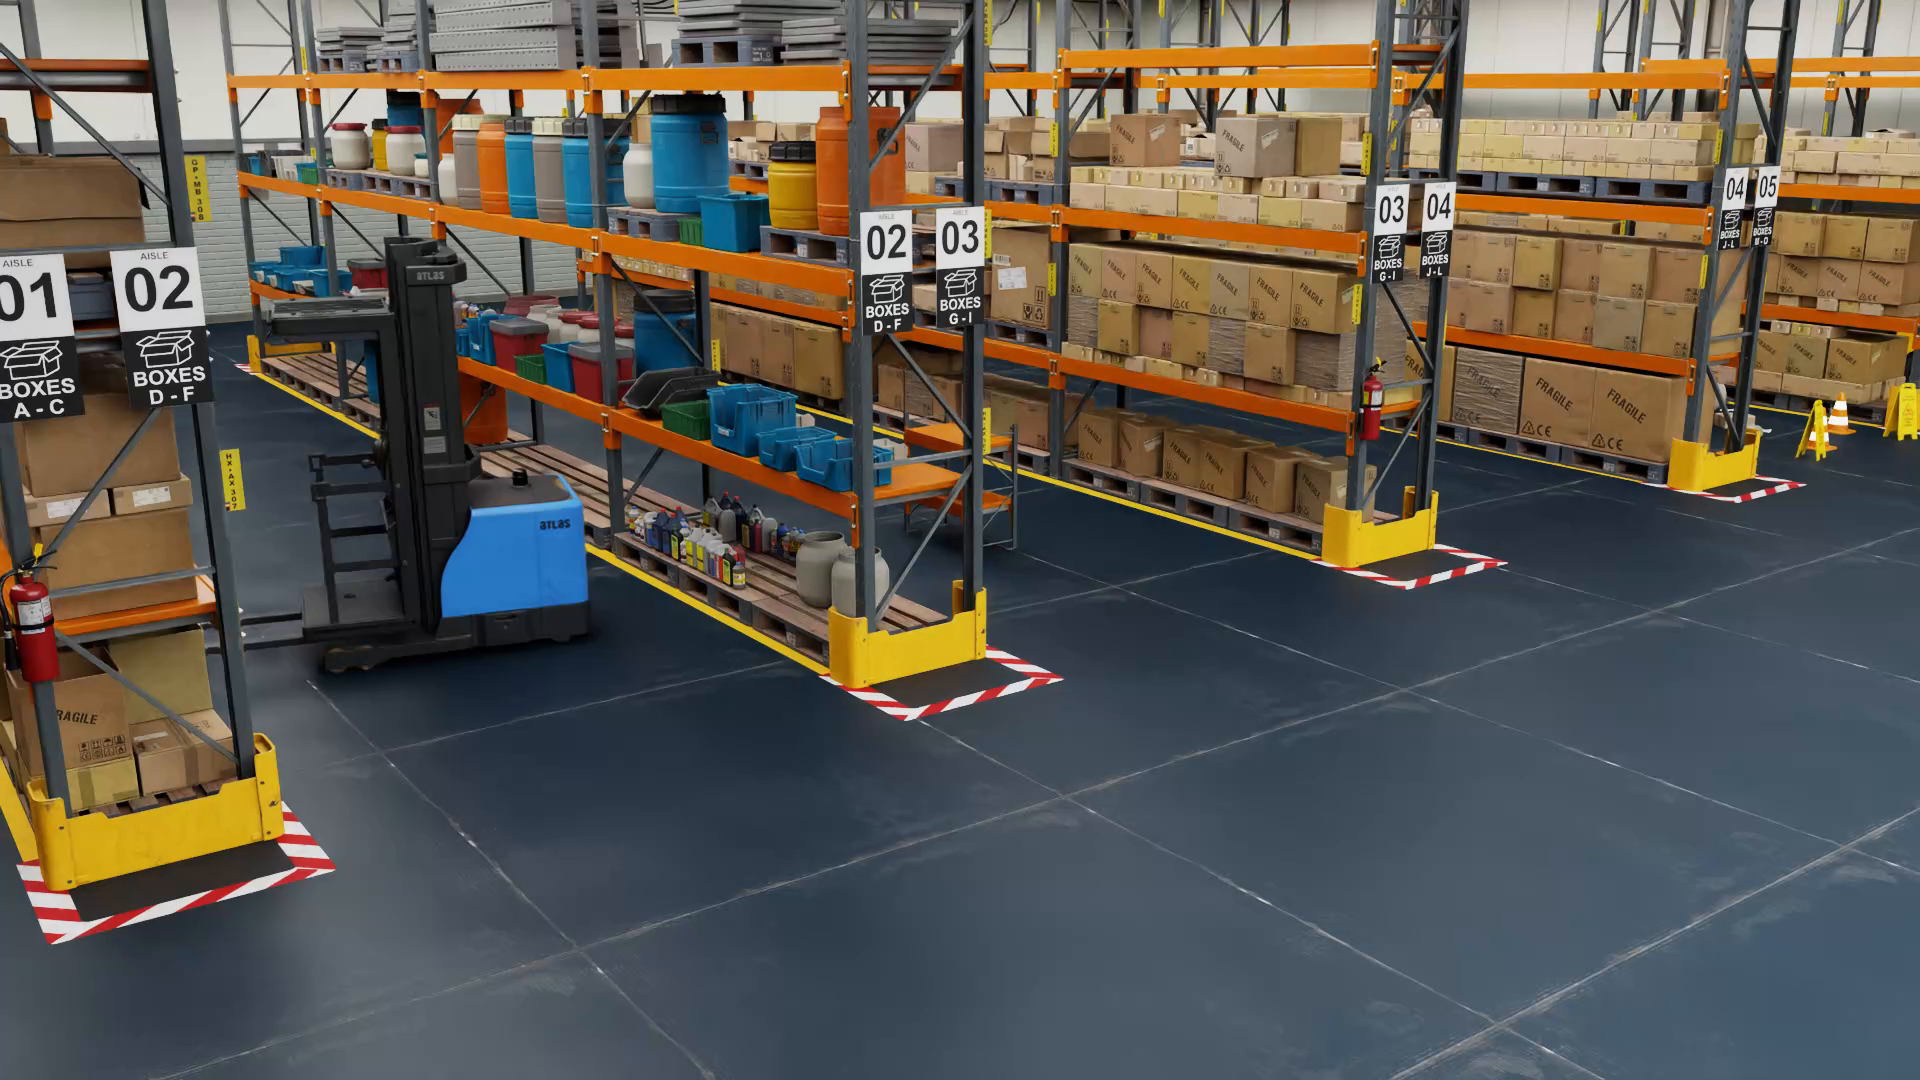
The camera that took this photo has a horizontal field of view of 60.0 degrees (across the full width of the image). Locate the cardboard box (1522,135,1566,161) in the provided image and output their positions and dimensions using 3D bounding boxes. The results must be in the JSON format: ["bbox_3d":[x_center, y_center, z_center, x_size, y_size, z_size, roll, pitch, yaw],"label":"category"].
[{"bbox_3d":[6.403,-4.211,17.835,0.500,0.250,0.500,-11,19,-34],"label":"cardboard box"}]

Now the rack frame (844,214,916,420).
[{"bbox_3d":[-0.974,-3.020,20.427,1.000,3.000,0.127,-11,19,-35],"label":"rack frame"}]

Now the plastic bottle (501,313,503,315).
[{"bbox_3d":[-5.020,-2.360,18.262,0.097,0.271,0.097,0,15,0],"label":"plastic bottle"}]

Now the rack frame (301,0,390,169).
[{"bbox_3d":[-7.332,-5.999,19.947,1.000,3.000,0.127,-11,19,-35],"label":"rack frame"}]

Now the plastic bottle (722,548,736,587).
[{"bbox_3d":[-1.795,0.209,12.942,0.061,0.283,0.133,-10,18,-33],"label":"plastic bottle"}]

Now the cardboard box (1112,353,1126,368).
[{"bbox_3d":[1.721,-1.795,16.429,0.380,0.149,0.250,-11,19,-35],"label":"cardboard box"}]

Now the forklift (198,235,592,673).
[{"bbox_3d":[-4.303,-0.640,11.861,3.031,2.935,1.130,-6,16,-21],"label":"forklift"}]

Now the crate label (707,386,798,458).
[{"bbox_3d":[-1.578,-0.911,12.654,0.502,0.435,0.616,-11,19,-35],"label":"crate label"}]

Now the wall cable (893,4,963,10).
[{"bbox_3d":[-0.624,-10.447,36.199,2.355,3.000,0.029,-11,19,-35],"label":"wall cable"}]

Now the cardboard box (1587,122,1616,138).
[{"bbox_3d":[6.733,-4.257,17.245,0.380,0.149,0.250,-11,19,-34],"label":"cardboard box"}]

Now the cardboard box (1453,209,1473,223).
[{"bbox_3d":[7.431,-4.710,25.054,0.500,0.500,0.500,-10,18,-32],"label":"cardboard box"}]

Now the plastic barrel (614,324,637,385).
[{"bbox_3d":[-3.014,-1.701,15.350,0.433,0.535,0.433,0,15,0],"label":"plastic barrel"}]

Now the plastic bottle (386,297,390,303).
[{"bbox_3d":[-6.701,-2.713,19.542,0.152,0.276,0.135,-11,19,-35],"label":"plastic bottle"}]

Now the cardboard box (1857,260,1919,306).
[{"bbox_3d":[11.204,-3.114,20.020,0.500,0.500,0.500,-11,19,-36],"label":"cardboard box"}]

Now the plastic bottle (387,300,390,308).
[{"bbox_3d":[-6.482,-2.600,18.986,0.144,0.351,0.185,-11,19,-35],"label":"plastic bottle"}]

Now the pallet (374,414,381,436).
[{"bbox_3d":[-6.191,-1.328,19.528,1.003,0.211,1.213,-11,19,-35],"label":"pallet"}]

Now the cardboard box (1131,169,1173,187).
[{"bbox_3d":[1.853,-3.462,15.889,0.380,0.149,0.250,-10,18,-33],"label":"cardboard box"}]

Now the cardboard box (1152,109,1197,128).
[{"bbox_3d":[3.871,-7.442,29.723,0.797,0.503,0.637,-9,18,-30],"label":"cardboard box"}]

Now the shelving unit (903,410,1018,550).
[{"bbox_3d":[-0.004,-0.544,14.933,0.538,1.125,1.048,-11,19,-35],"label":"shelving unit"}]

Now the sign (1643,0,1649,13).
[{"bbox_3d":[8.948,-7.037,21.671,0.100,0.325,0.005,-11,19,-35],"label":"sign"}]

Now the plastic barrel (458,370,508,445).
[{"bbox_3d":[-5.282,-1.508,18.221,0.600,0.830,0.708,-11,19,-35],"label":"plastic barrel"}]

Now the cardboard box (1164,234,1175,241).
[{"bbox_3d":[2.980,-4.266,23.534,0.380,0.149,0.250,-11,19,-34],"label":"cardboard box"}]

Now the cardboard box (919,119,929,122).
[{"bbox_3d":[-0.441,-6.726,26.870,0.380,0.149,0.250,-11,19,-35],"label":"cardboard box"}]

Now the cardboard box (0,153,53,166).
[{"bbox_3d":[-5.771,-2.024,9.851,0.797,0.503,0.637,-9,17,-28],"label":"cardboard box"}]

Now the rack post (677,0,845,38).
[{"bbox_3d":[-1.441,-3.809,12.088,0.937,0.300,0.954,-11,19,-36],"label":"rack post"}]

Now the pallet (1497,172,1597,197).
[{"bbox_3d":[6.635,-3.881,18.060,1.003,0.211,1.213,-11,19,-35],"label":"pallet"}]

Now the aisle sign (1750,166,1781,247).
[{"bbox_3d":[8.085,-3.345,16.691,0.394,0.787,0.004,-11,19,-35],"label":"aisle sign"}]

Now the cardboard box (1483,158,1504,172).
[{"bbox_3d":[5.988,-4.143,18.339,0.380,0.149,0.250,-11,19,-35],"label":"cardboard box"}]

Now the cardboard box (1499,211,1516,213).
[{"bbox_3d":[8.232,-4.959,24.737,0.380,0.149,0.250,-12,19,-37],"label":"cardboard box"}]

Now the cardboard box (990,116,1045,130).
[{"bbox_3d":[0.879,-6.222,25.459,0.700,0.500,0.500,-11,19,-34],"label":"cardboard box"}]

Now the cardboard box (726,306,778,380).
[{"bbox_3d":[-2.408,-2.727,22.588,1.225,0.875,0.875,-12,19,-36],"label":"cardboard box"}]

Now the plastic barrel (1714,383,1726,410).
[{"bbox_3d":[9.307,-1.813,20.898,0.512,0.421,0.421,1,15,4],"label":"plastic barrel"}]

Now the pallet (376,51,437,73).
[{"bbox_3d":[-5.380,-5.019,17.484,1.213,0.211,1.003,-11,19,-35],"label":"pallet"}]

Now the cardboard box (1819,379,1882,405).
[{"bbox_3d":[11.039,-1.862,20.610,0.500,0.250,0.500,-11,19,-35],"label":"cardboard box"}]

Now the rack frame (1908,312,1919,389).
[{"bbox_3d":[11.746,-2.850,19.805,1.000,3.000,0.127,-11,19,-35],"label":"rack frame"}]

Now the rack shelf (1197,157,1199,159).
[{"bbox_3d":[3.514,-6.939,30.427,1.077,0.370,4.000,-11,19,-35],"label":"rack shelf"}]

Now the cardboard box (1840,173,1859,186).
[{"bbox_3d":[10.913,-4.382,20.200,0.380,0.149,0.250,-11,19,-34],"label":"cardboard box"}]

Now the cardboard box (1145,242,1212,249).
[{"bbox_3d":[2.160,-2.680,16.537,0.500,0.500,0.500,-11,19,-35],"label":"cardboard box"}]

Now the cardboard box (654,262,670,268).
[{"bbox_3d":[-4.104,-4.109,24.126,0.500,0.250,0.500,-10,18,-33],"label":"cardboard box"}]

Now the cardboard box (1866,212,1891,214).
[{"bbox_3d":[13.953,-4.898,25.309,0.380,0.149,0.250,-11,19,-36],"label":"cardboard box"}]

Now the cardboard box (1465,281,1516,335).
[{"bbox_3d":[6.240,-2.662,18.835,0.875,0.550,0.550,-11,19,-35],"label":"cardboard box"}]

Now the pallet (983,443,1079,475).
[{"bbox_3d":[0.919,-0.987,18.281,1.003,0.211,1.213,-11,19,-35],"label":"pallet"}]

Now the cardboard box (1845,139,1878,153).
[{"bbox_3d":[10.915,-4.761,20.072,0.380,0.149,0.250,-11,19,-34],"label":"cardboard box"}]

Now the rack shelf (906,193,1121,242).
[{"bbox_3d":[0.202,-3.692,18.565,1.077,0.370,4.000,-11,19,-35],"label":"rack shelf"}]

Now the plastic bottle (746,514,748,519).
[{"bbox_3d":[-1.775,-0.137,14.205,0.061,0.283,0.133,-9,18,-31],"label":"plastic bottle"}]

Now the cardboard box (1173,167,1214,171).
[{"bbox_3d":[2.286,-3.541,16.180,0.380,0.149,0.250,-12,19,-36],"label":"cardboard box"}]

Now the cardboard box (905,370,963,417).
[{"bbox_3d":[-0.228,-1.770,19.762,0.700,0.500,0.500,-13,20,-39],"label":"cardboard box"}]

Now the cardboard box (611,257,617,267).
[{"bbox_3d":[-5.130,-4.261,25.437,0.380,0.149,0.250,-11,19,-36],"label":"cardboard box"}]

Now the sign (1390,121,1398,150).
[{"bbox_3d":[5.016,-4.675,19.219,0.100,0.325,0.005,-11,19,-35],"label":"sign"}]

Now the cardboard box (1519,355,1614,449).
[{"bbox_3d":[6.830,-1.559,18.321,0.875,0.875,0.875,-11,19,-35],"label":"cardboard box"}]

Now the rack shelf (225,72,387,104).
[{"bbox_3d":[-8.508,-5.886,21.655,1.077,0.370,4.000,-11,19,-35],"label":"rack shelf"}]

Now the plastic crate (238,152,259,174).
[{"bbox_3d":[-9.683,-5.217,23.022,0.497,0.269,0.590,-11,19,-35],"label":"plastic crate"}]

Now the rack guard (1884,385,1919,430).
[{"bbox_3d":[11.701,-1.660,20.195,1.175,0.500,0.348,-11,19,-35],"label":"rack guard"}]

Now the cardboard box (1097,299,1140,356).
[{"bbox_3d":[1.858,-2.139,16.457,0.875,0.500,0.500,-11,19,-35],"label":"cardboard box"}]

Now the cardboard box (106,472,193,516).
[{"bbox_3d":[-4.342,-0.253,8.900,0.380,0.149,0.250,-11,19,-35],"label":"cardboard box"}]

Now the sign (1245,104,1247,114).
[{"bbox_3d":[5.912,-8.821,34.287,0.100,0.325,0.005,-11,19,-35],"label":"sign"}]
